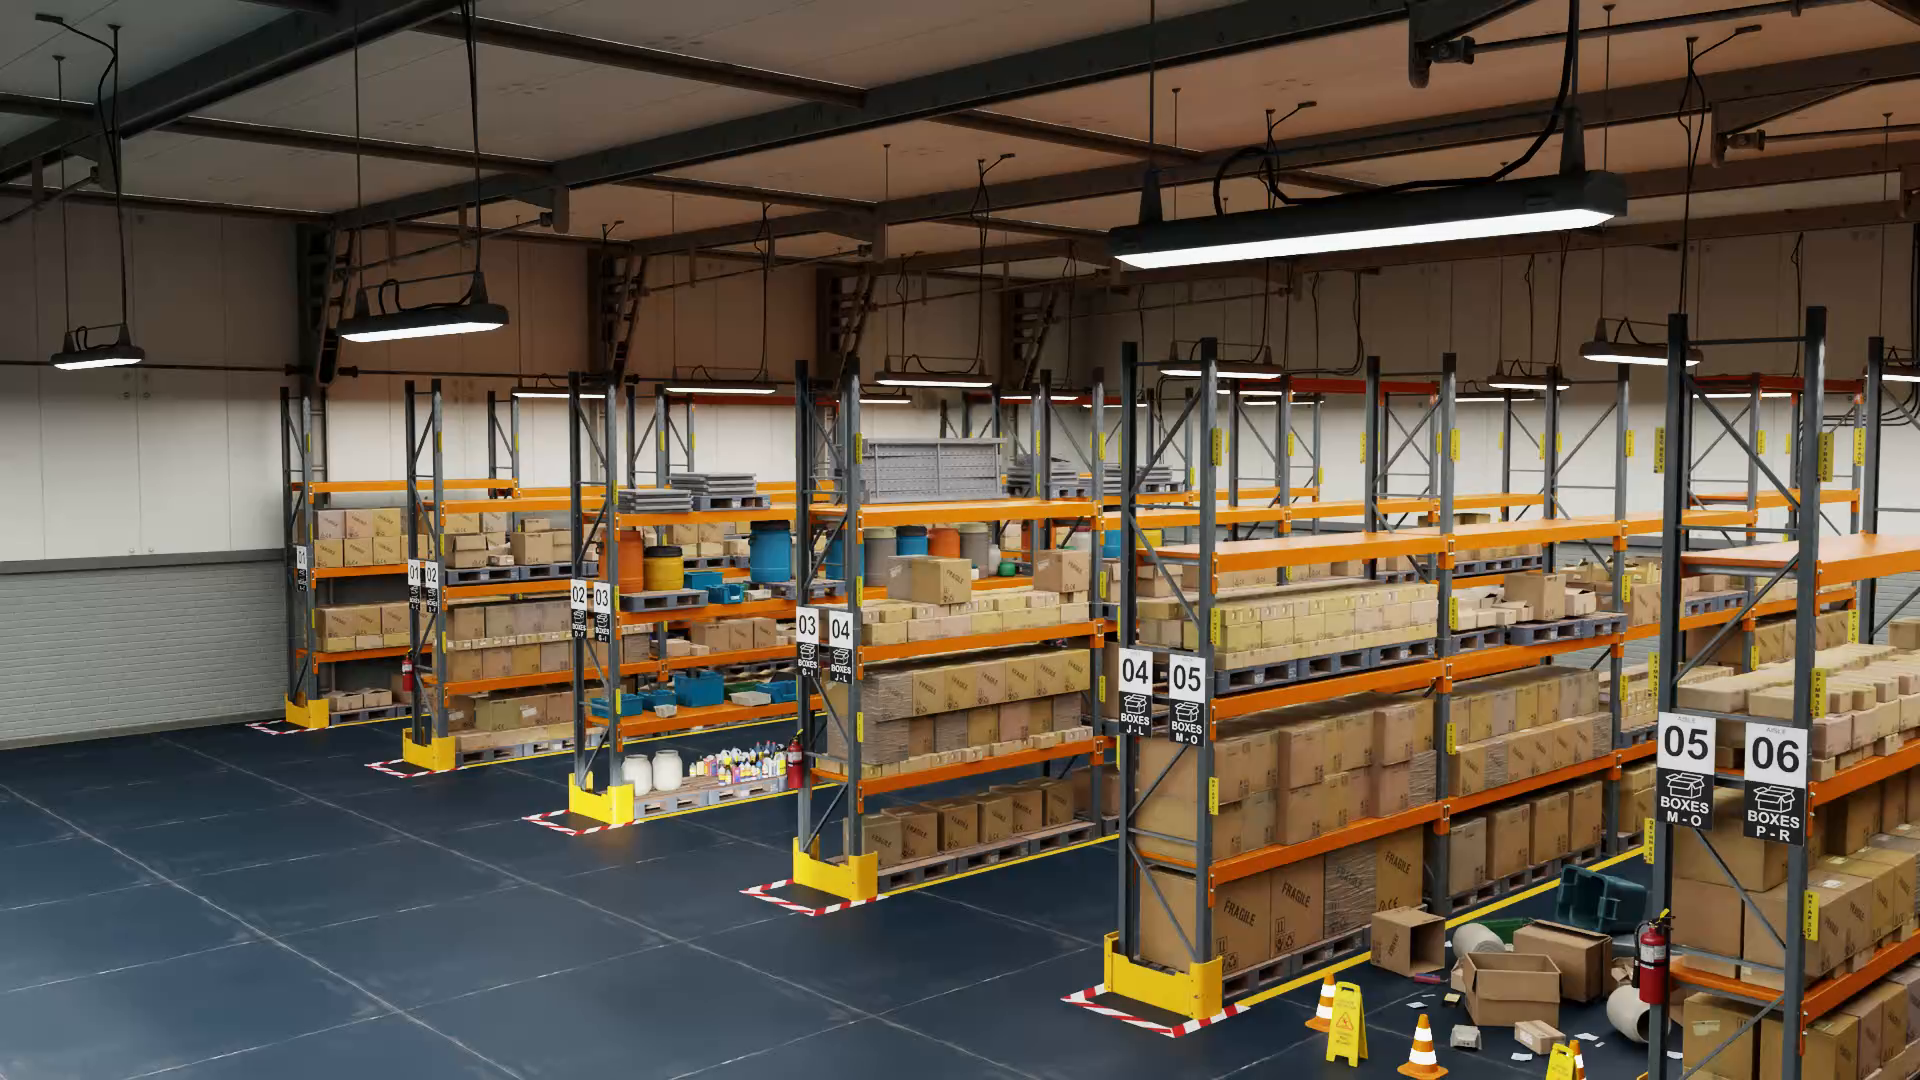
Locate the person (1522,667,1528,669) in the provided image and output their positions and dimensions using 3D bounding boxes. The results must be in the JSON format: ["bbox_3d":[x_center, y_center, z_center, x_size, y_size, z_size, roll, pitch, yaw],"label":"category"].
[{"bbox_3d":[8.309,2.825,24.271,0.753,1.573,0.883,3,5,39],"label":"person"}]

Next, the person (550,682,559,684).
[{"bbox_3d":[-7.184,2.445,29.667,0.544,1.638,0.651,3,4,36],"label":"person"}]

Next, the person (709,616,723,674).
[{"bbox_3d":[-4.728,2.262,32.319,0.593,1.696,0.856,3,5,40],"label":"person"}]
